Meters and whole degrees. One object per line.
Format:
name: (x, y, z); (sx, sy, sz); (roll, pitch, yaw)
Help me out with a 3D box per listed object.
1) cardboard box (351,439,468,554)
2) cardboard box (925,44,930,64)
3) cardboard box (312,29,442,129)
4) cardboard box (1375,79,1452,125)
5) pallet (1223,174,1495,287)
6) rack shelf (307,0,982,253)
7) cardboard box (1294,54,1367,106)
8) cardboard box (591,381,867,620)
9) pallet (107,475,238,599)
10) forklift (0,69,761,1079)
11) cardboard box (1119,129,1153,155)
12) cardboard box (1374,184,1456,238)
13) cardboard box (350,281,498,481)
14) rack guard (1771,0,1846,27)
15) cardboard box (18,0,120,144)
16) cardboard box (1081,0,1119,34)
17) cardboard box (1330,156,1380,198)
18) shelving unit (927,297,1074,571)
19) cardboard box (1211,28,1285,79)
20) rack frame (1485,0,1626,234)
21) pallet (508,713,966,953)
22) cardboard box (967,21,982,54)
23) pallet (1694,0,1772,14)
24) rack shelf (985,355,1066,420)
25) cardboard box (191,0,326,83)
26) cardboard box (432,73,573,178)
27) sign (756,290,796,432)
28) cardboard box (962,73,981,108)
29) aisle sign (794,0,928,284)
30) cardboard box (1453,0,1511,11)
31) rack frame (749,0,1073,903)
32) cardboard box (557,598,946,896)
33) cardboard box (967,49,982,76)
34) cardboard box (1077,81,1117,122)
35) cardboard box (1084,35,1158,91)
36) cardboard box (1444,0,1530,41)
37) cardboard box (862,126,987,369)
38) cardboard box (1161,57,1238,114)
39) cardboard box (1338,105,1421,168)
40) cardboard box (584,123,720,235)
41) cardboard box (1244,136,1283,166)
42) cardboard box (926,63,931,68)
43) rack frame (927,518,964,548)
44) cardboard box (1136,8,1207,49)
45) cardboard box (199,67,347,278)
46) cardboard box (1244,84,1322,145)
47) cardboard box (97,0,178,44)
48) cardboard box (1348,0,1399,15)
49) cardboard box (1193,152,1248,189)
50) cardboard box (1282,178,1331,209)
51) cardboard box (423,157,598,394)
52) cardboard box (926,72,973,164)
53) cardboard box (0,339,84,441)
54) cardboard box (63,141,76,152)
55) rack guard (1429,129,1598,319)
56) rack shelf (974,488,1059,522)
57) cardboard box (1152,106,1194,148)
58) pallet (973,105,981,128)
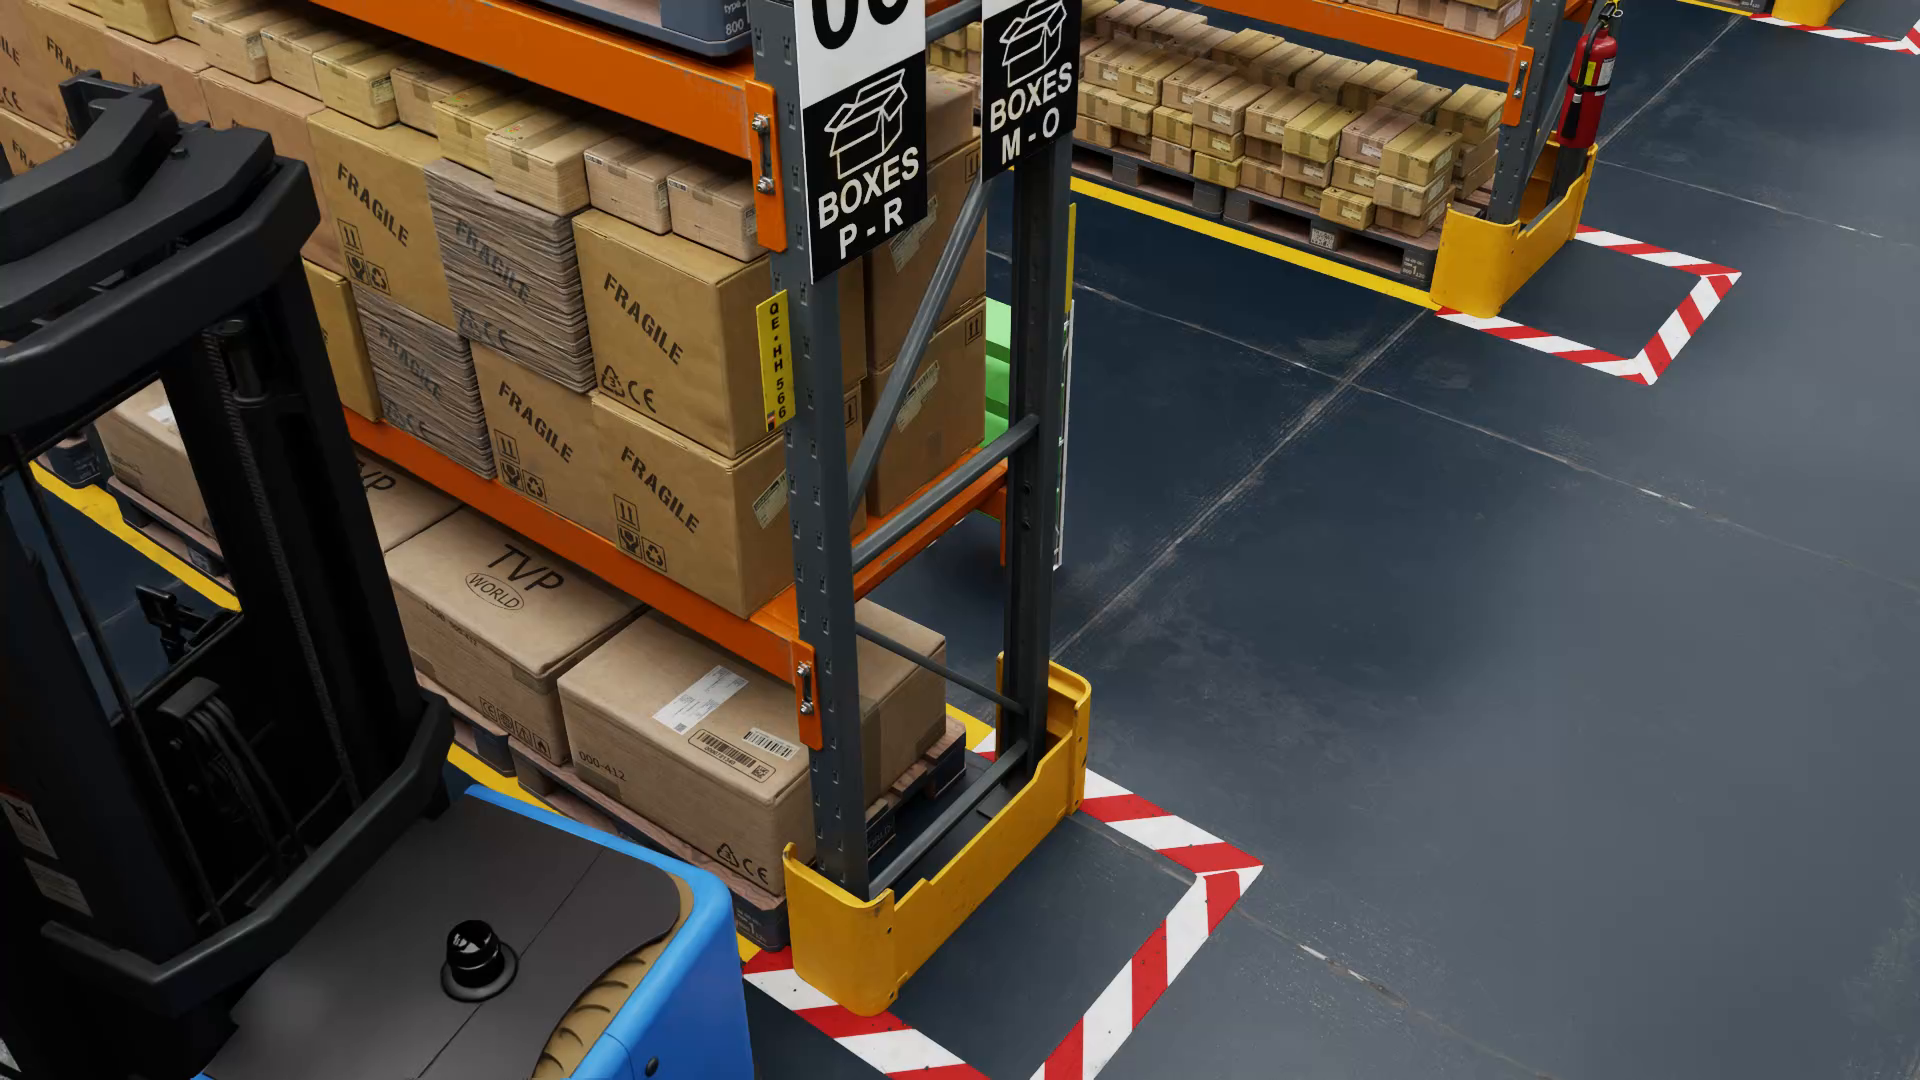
cardboard box: (-2.096, -0.139, 6.231); (0.875, 0.438, 0.875); (24, 44, 27)
cardboard box: (-0.221, -2.934, 9.795); (0.250, 0.149, 0.380); (27, 46, 30)
cardboard box: (-1.518, -1.283, 4.536); (0.250, 0.149, 0.380); (26, 45, 30)
cardboard box: (2.361, -2.252, 8.683); (0.250, 0.149, 0.380); (26, 45, 29)
pallet: (2.179, -1.820, 8.904); (1.213, 0.211, 1.003); (25, 45, 29)
rack shelf: (-1.653, -1.754, 4.707); (4.000, 0.370, 1.077); (25, 45, 29)
cardboard box: (1.992, -2.462, 8.950); (0.250, 0.149, 0.380); (23, 44, 27)
cardboard box: (-0.608, -0.197, 4.487); (0.500, 0.500, 0.500); (26, 45, 29)
pallet: (-2.685, -0.184, 6.813); (1.213, 0.211, 1.003); (25, 45, 29)
forklift: (-2.090, 0.394, 3.869); (3.031, 2.935, 1.130); (16, 41, 19)
cardboard box: (1.090, -2.289, 9.212); (0.250, 0.149, 0.380); (27, 45, 30)
cardboard box: (2.318, -1.706, 8.468); (0.250, 0.149, 0.380); (26, 45, 29)
cardboard box: (-1.412, -0.580, 4.977); (0.500, 0.500, 0.500); (27, 45, 30)
rack guard: (5.976, -3.966, 11.410); (0.348, 0.500, 1.175); (25, 45, 29)
cardboard box: (-2.613, -1.549, 5.403); (0.500, 0.500, 0.500); (25, 44, 28)
cardboard box: (0.714, -3.036, 9.684); (0.250, 0.149, 0.380); (27, 45, 30)
cardboard box: (2.096, -1.910, 8.488); (0.250, 0.149, 0.380); (24, 44, 28)
shelving unit: (0.131, -0.410, 6.301); (0.503, 1.200, 0.258); (25, 45, 29)
cardboard box: (1.596, -2.691, 9.243); (0.250, 0.149, 0.380); (26, 45, 29)
rack frame: (2.863, -2.568, 7.597); (0.127, 3.000, 1.000); (25, 45, 29)
pallet: (-0.747, 0.730, 5.646); (1.213, 0.211, 1.003); (25, 45, 29)
cardboard box: (0.247, -2.910, 9.523); (0.250, 0.149, 0.380); (25, 44, 28)
pallet: (5.274, -4.122, 11.844); (1.213, 0.211, 1.003); (25, 45, 29)
rack shelf: (0.131, -0.549, 6.192); (0.480, 0.148, 0.258); (25, 45, 29)
cardboard box: (-1.950, -1.468, 4.774); (0.250, 0.149, 0.380); (25, 45, 29)
cardboard box: (-1.118, -1.085, 4.284); (0.250, 0.149, 0.380); (26, 45, 30)
sign: (-0.405, -0.395, 3.690); (0.005, 0.325, 0.100); (25, 45, 29)
cardboard box: (0.220, -2.648, 9.671); (0.250, 0.149, 0.380); (25, 44, 28)
aisle sign: (-0.195, -0.952, 3.423); (0.004, 0.787, 0.394); (25, 45, 29)
cardboard box: (2.350, -2.767, 7.529); (0.500, 0.500, 0.500); (26, 45, 29)
rack frame: (-0.064, -0.107, 4.453); (0.127, 3.000, 1.000); (25, 45, 29)
cardboard box: (-0.649, 0.539, 5.367); (0.875, 0.438, 0.875); (24, 44, 27)
cardboard box: (0.250, -2.809, 9.636); (0.250, 0.149, 0.380); (25, 44, 28)
cardboard box: (0.829, -2.467, 9.198); (0.250, 0.149, 0.380); (25, 44, 28)
cardboard box: (0.887, -2.627, 9.161); (0.250, 0.149, 0.380); (23, 44, 27)
cardboard box: (2.432, -2.453, 7.654); (0.250, 0.149, 0.380); (25, 45, 29)
cardboard box: (-0.272, -0.859, 4.522); (0.500, 0.500, 0.500); (24, 44, 28)
cardboard box: (1.285, -2.431, 8.911); (0.250, 0.149, 0.380); (24, 44, 27)
cardboard box: (2.124, -2.042, 8.414); (0.250, 0.149, 0.380); (26, 45, 29)
cardboard box: (-0.687, -0.915, 4.067); (0.250, 0.149, 0.380); (26, 45, 29)
cardboard box: (1.706, -2.131, 8.769); (0.250, 0.149, 0.380); (25, 44, 28)
cardboard box: (-0.220, -2.816, 9.885); (0.250, 0.149, 0.380); (23, 44, 27)
rack frame: (-0.062, -0.502, 6.418); (0.015, 1.200, 0.240); (25, 45, 29)
cardboard box: (1.207, -2.885, 9.491); (0.250, 0.149, 0.380); (24, 44, 27)
cardboard box: (-1.814, -1.161, 4.908); (0.500, 0.500, 0.500); (25, 44, 28)
cardboard box: (1.674, -2.205, 8.622); (0.250, 0.149, 0.380); (23, 44, 27)
cardboard box: (-2.352, -1.648, 5.003); (0.250, 0.149, 0.380); (24, 44, 27)
cardboard box: (2.049, -2.651, 7.907); (0.250, 0.149, 0.380); (25, 44, 28)
cardboard box: (1.450, -2.045, 8.901); (0.250, 0.149, 0.380); (23, 44, 27)
cardboard box: (1.895, -1.894, 8.708); (0.250, 0.149, 0.380); (25, 44, 28)
cardboard box: (-1.024, -0.785, 4.427); (0.500, 0.500, 0.500); (25, 45, 29)
cardboard box: (-0.178, -1.064, 4.257); (0.250, 0.149, 0.380); (26, 45, 29)
cardboard box: (-3.782, -1.127, 7.138); (0.875, 0.875, 0.875); (27, 45, 30)
cardboard box: (-2.630, -1.150, 5.704); (0.500, 0.500, 0.500); (26, 45, 29)
rack guard: (2.803, -1.613, 8.404); (0.348, 0.500, 1.175); (25, 45, 29)
rack shelf: (0.131, -0.171, 6.488); (0.480, 0.148, 0.258); (25, 45, 29)
cardboard box: (1.245, -2.273, 8.950); (0.250, 0.149, 0.380); (28, 46, 31)
pallet: (0.241, -2.734, 10.071); (1.213, 0.211, 1.003); (25, 45, 29)
